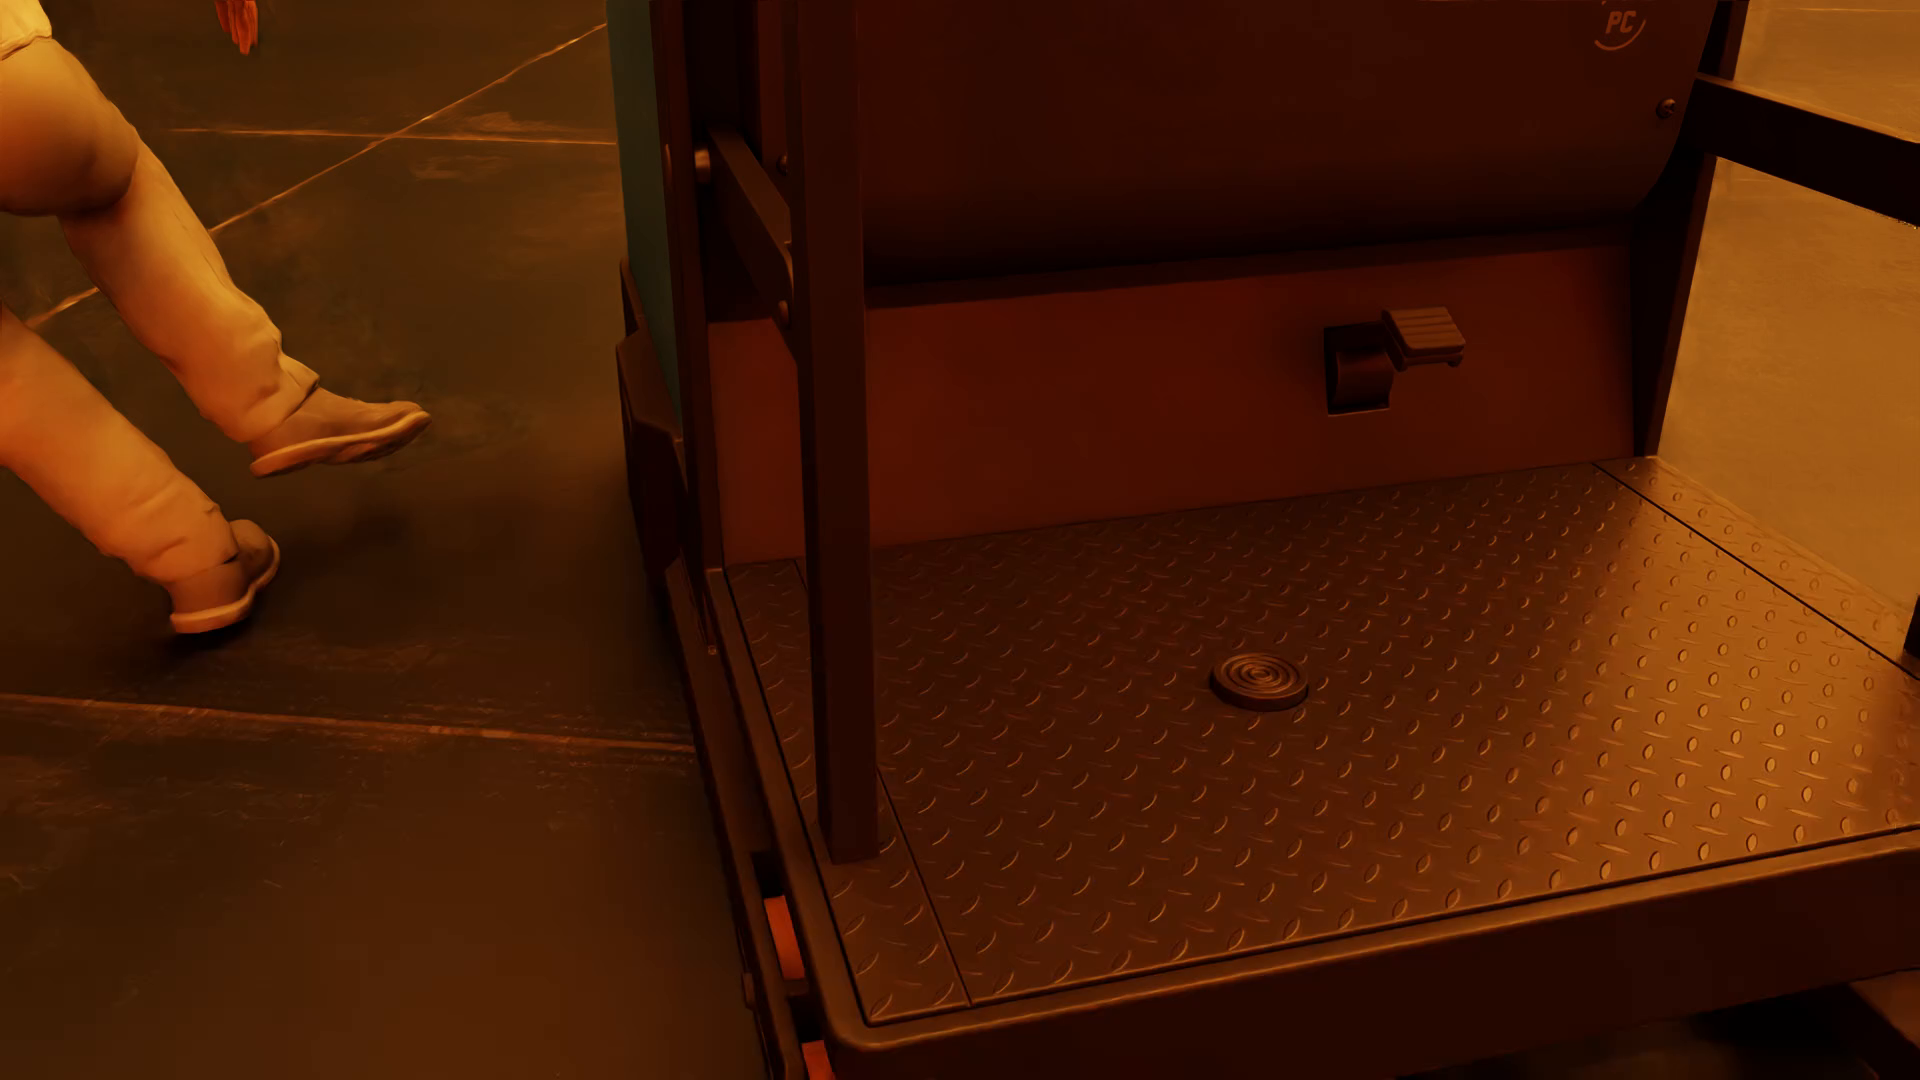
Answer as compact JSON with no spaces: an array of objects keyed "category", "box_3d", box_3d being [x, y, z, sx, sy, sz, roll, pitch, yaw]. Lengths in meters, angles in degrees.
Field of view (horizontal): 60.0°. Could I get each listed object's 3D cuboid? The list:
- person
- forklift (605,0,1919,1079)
[{"category":"person","box_3d":[-1.305,-0.612,2.073,1.080,1.516,0.932,-21,33,-36]},{"category":"forklift","box_3d":[0.323,-0.936,1.093,1.130,2.935,3.031,-7,27,-14]}]
